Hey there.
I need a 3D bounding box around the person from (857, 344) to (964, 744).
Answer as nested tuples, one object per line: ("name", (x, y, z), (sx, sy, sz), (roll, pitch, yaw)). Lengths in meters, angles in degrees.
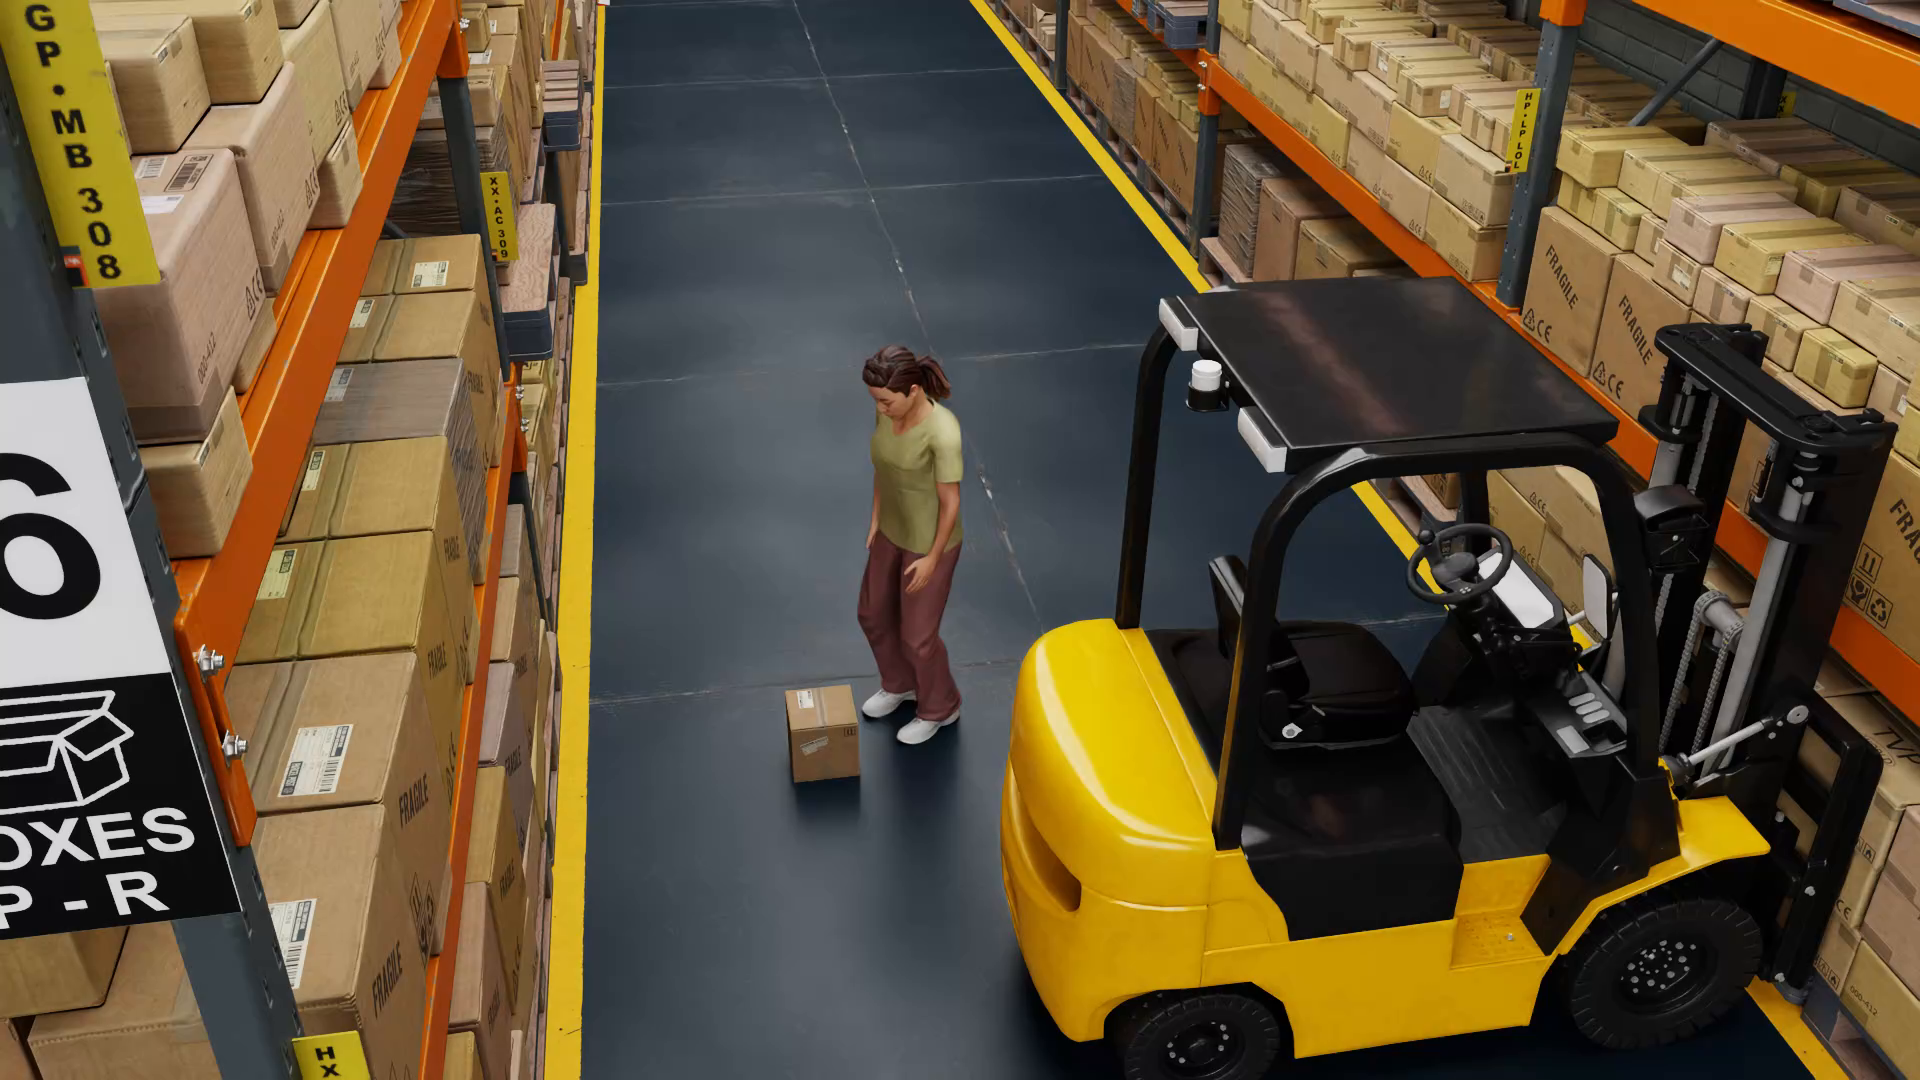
("person", (-0.174, 0.013, 6.159), (0.370, 1.637, 0.467), (-22, 37, -32))
